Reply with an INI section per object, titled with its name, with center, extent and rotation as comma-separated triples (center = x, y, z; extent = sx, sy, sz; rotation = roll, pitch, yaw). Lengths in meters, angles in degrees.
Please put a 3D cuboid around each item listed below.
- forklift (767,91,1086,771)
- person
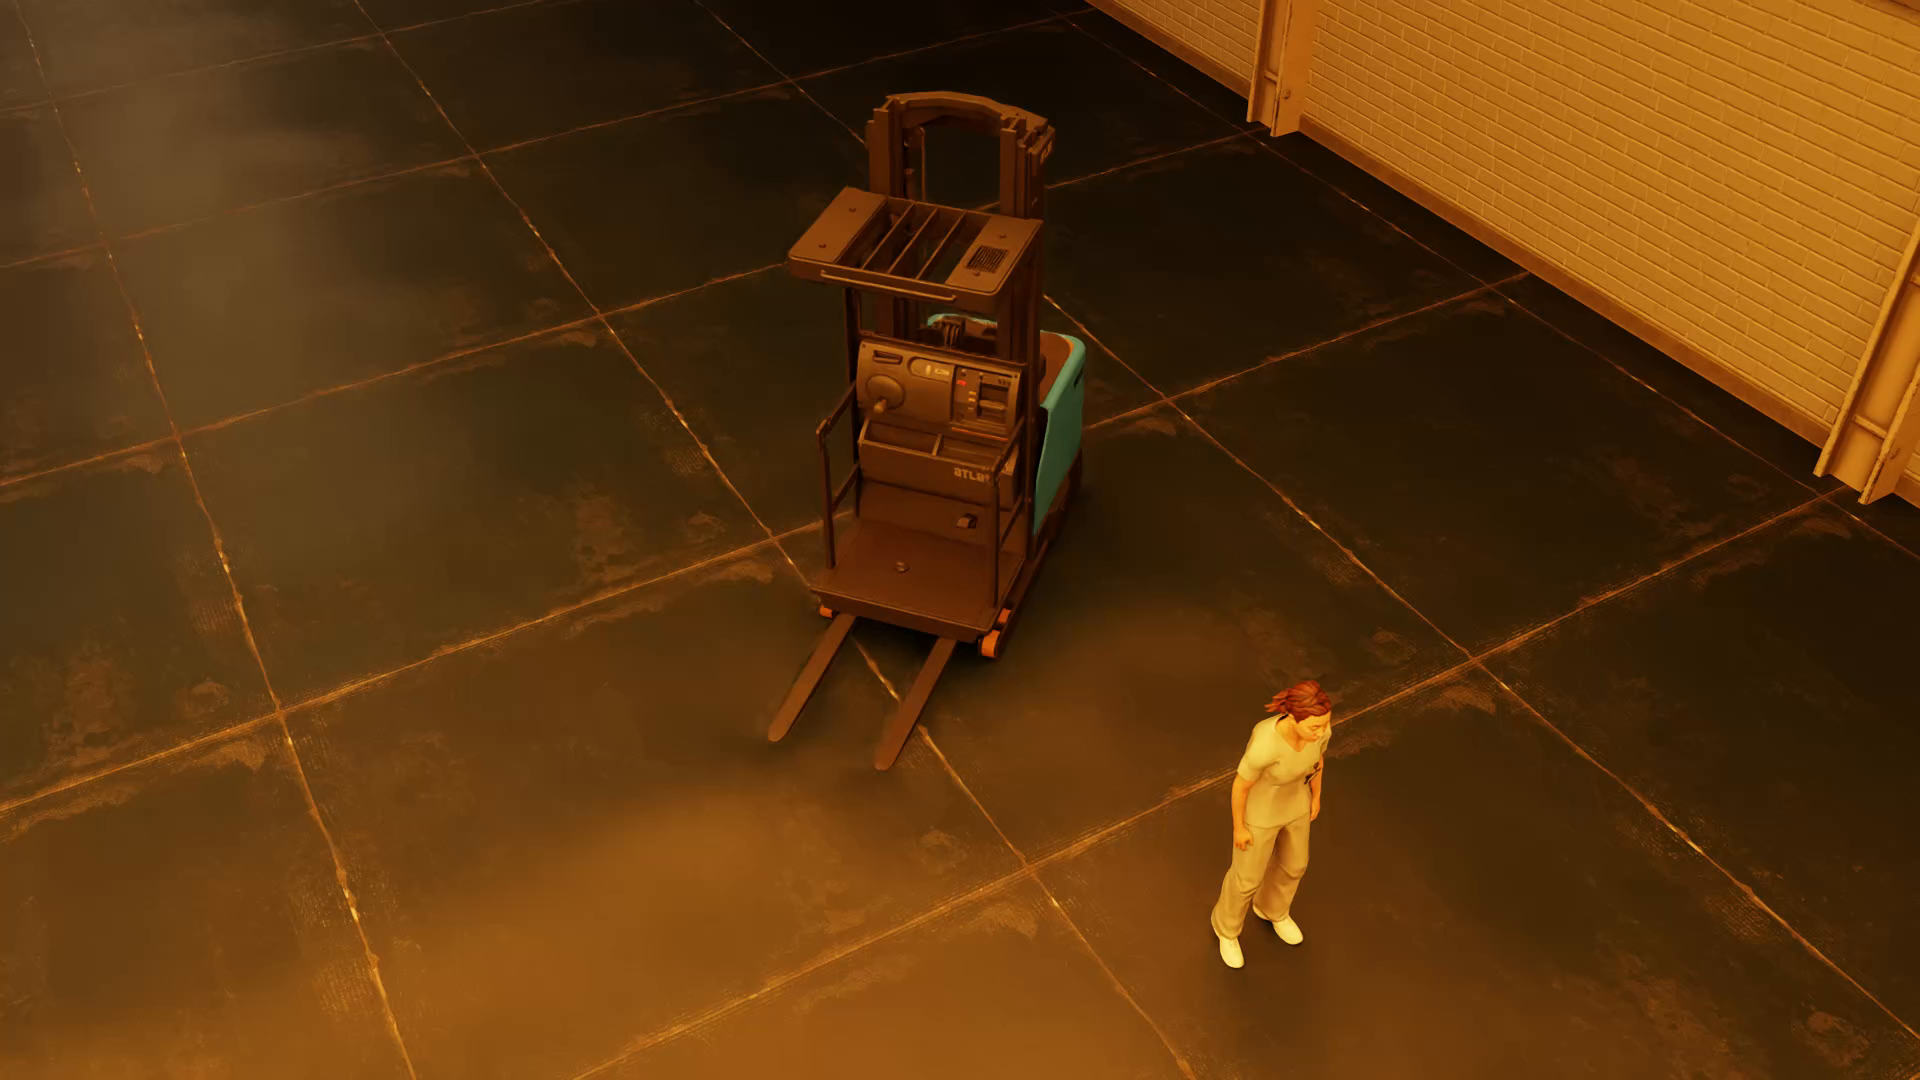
[forklift]
center = -0.192, -0.751, 8.941
extent = 1.130, 2.935, 3.031
rotation = 13, 41, 15
[person]
center = 1.433, 1.241, 7.528
extent = 0.493, 1.672, 0.363
rotation = -18, 43, -20
